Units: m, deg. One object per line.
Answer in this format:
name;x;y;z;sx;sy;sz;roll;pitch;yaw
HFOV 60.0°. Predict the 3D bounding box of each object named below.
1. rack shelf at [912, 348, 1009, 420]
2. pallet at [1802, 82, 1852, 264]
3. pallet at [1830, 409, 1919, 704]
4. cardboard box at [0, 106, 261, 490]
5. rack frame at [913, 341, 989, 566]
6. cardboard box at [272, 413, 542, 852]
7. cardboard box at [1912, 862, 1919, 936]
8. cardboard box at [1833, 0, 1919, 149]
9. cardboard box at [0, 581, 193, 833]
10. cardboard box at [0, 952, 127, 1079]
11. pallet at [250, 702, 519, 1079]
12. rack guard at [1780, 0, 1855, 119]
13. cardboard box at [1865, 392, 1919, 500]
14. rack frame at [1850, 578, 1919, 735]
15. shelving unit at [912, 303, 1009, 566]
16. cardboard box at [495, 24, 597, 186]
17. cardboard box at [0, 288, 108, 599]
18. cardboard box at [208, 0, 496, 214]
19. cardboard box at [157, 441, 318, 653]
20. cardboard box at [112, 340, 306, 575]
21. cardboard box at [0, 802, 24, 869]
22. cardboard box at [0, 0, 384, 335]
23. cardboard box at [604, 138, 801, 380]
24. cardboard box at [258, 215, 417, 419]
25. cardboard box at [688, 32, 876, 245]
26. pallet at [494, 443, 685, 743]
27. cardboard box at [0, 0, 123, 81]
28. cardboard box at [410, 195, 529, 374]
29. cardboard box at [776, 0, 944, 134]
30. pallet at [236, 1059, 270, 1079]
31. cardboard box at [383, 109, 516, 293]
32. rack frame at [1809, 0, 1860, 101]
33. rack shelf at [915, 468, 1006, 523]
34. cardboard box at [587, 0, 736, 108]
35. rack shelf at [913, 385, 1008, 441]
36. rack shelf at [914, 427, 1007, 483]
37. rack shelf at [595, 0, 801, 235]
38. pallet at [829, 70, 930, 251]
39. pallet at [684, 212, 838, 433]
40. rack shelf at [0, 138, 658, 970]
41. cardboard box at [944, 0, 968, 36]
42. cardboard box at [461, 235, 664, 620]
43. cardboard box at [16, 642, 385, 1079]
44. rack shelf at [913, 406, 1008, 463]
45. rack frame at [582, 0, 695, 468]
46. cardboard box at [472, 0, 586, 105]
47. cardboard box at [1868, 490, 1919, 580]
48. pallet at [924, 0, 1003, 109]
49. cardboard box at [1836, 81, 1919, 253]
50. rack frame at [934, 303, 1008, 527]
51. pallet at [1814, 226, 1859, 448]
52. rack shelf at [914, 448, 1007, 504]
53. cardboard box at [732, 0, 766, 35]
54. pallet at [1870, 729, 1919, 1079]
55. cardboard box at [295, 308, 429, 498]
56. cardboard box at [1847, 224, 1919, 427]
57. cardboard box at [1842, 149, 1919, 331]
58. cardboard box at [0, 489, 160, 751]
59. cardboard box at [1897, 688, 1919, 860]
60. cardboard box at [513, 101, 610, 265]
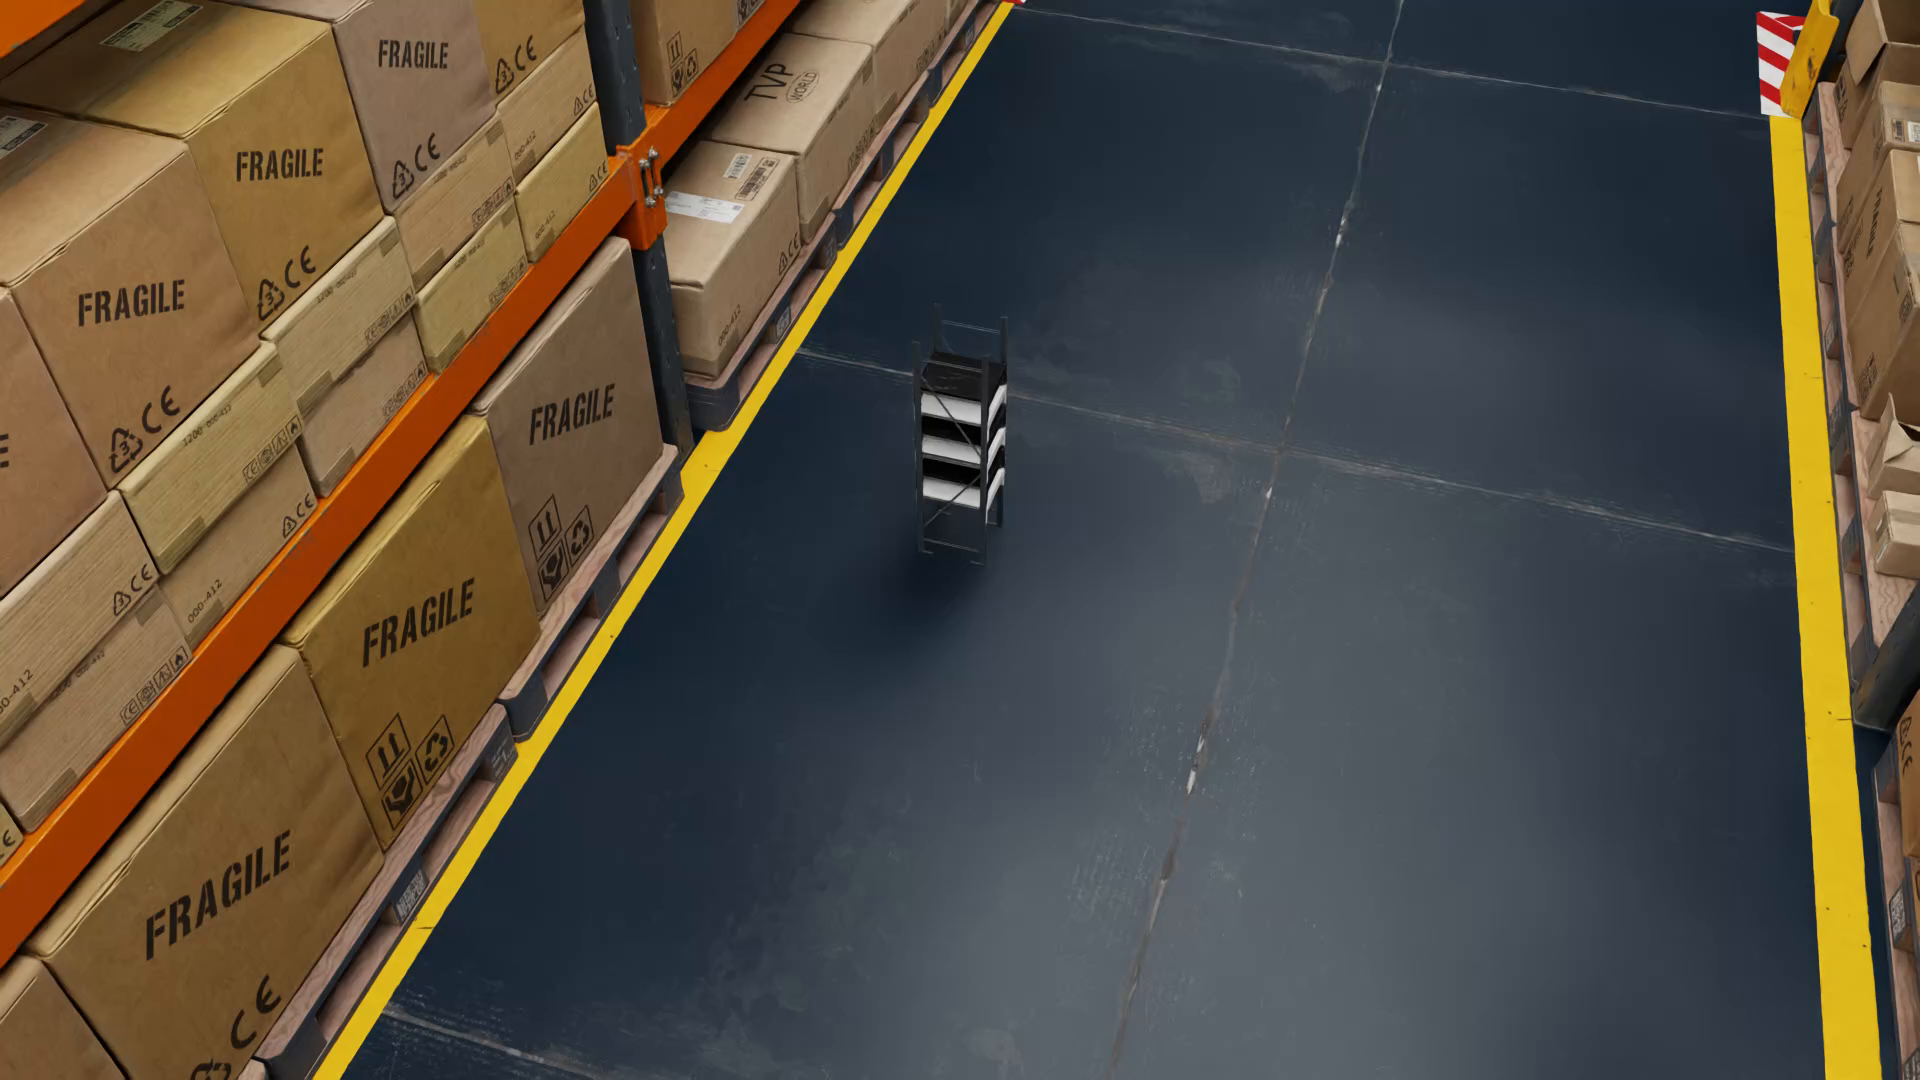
rack shelf;0.002;-0.496;5.275;0.258;0.077;0.200;13;46;12
pallet;4.213;-1.517;7.150;1.003;0.211;1.213;13;46;13
pallet;3.474;0.109;5.487;1.003;0.211;1.213;13;46;13
cardboard box;-1.827;-0.492;3.322;0.500;0.500;0.500;13;46;13
rack frame;-0.028;-0.259;5.372;0.240;0.900;0.006;13;46;12
cardboard box;-1.844;0.165;4.656;0.875;0.875;0.875;14;46;14
cardboard box;2.752;0.945;4.126;0.500;0.500;0.500;12;46;12
cardboard box;4.201;-1.966;7.099;0.797;0.503;0.637;11;45;11
cardboard box;-1.987;0.274;3.433;0.500;0.250;0.500;14;46;14
cardboard box;-2.390;1.354;3.440;0.875;0.875;0.875;12;46;12
pallet;-1.996;0.864;4.716;1.003;0.211;1.213;13;46;13
rack guard;4.454;-2.152;7.592;1.175;0.500;0.348;13;46;13
cardboard box;3.262;-0.274;5.540;0.396;0.266;0.258;14;46;14
rack frame;3.265;-0.430;4.045;1.000;3.000;0.127;13;46;13
shelving unit;0.002;-0.327;5.441;0.258;0.900;0.210;13;46;12
cardboard box;-1.368;-1.258;4.641;0.500;0.250;0.500;12;46;12
cardboard box;-1.983;-0.157;2.979;0.500;0.500;0.500;14;46;14
cardboard box;-1.512;-1.174;4.019;0.500;0.500;0.500;13;46;13
cardboard box;-1.841;-0.056;3.770;0.500;0.250;0.500;13;46;13
cardboard box;-1.803;-0.232;3.592;0.500;0.250;0.500;13;46;13
cardboard box;-2.151;0.622;3.077;0.500;0.250;0.500;11;46;11
cardboard box;-1.684;-0.841;3.678;0.500;0.500;0.500;14;46;14
cardboard box;-1.174;-1.109;6.270;0.875;0.438;0.875;12;46;12
cardboard box;-1.664;-0.577;3.945;0.500;0.250;0.500;14;46;13
cardboard box;-0.904;-1.706;6.880;0.875;0.438;0.875;11;45;11
pallet;-1.628;0.048;5.550;1.003;0.211;1.213;13;46;13
cardboard box;-2.156;-0.961;3.801;0.500;0.500;0.500;11;46;12
cardboard box;-1.517;-0.733;4.462;0.500;0.250;0.500;12;46;12
cardboard box;-0.629;-2.306;7.494;0.875;0.438;0.875;14;46;14
pallet;-2.367;1.675;3.888;1.003;0.211;1.213;13;46;13
cardboard box;-1.513;-0.924;4.299;0.500;0.250;0.500;14;46;13
rack frame;4.477;-3.096;6.769;1.000;3.000;0.127;13;46;13
rack shelf;0.002;-0.175;5.590;0.258;0.077;0.200;13;46;12
cardboard box;-1.075;-1.772;5.344;0.500;0.500;0.500;14;46;14
rack shelf;0.002;-0.432;5.338;0.258;0.077;0.200;13;46;12
rack shelf;0.002;-0.303;5.464;0.258;0.077;0.200;13;46;12
rack shelf;-0.861;-2.555;6.730;1.077;0.370;4.000;13;46;13
pallet;-0.794;-1.788;7.426;1.003;0.211;1.213;13;46;12
pallet;-1.162;-0.972;6.593;1.003;0.211;1.213;13;46;13
rack shelf;-2.072;0.112;4.006;1.077;0.370;4.000;13;46;13
cardboard box;-0.360;-2.918;8.119;0.875;0.438;0.875;11;45;11
cardboard box;-1.578;-0.439;5.273;0.875;0.875;0.875;14;46;14
cardboard box;-2.115;0.760;4.047;0.875;0.875;0.875;13;46;13
rack shelf;0.002;-0.368;5.401;0.258;0.077;0.200;13;46;12
rack frame;-1.467;-1.479;5.116;1.000;3.000;0.127;13;46;13
cardboard box;-1.363;-1.521;4.373;0.500;0.500;0.500;14;46;14
cardboard box;3.154;0.005;5.338;0.380;0.149;0.250;11;45;11
pallet;-0.423;-2.599;8.255;1.003;0.211;1.213;13;46;13
cardboard box;3.905;-1.404;6.527;0.700;0.500;0.500;14;46;14
rack frame;0.033;-0.395;5.510;0.240;0.900;0.006;13;46;12
pallet;3.842;-0.706;6.321;1.003;0.211;1.213;13;46;13
rack shelf;0.002;-0.239;5.527;0.258;0.077;0.200;13;46;12
cardboard box;-0.919;-2.106;5.686;0.500;0.500;0.500;13;46;13
pallet;3.055;1.117;4.458;1.003;0.211;1.213;13;46;13
cardboard box;-1.688;-0.401;4.122;0.500;0.250;0.500;11;46;11
cardboard box;3.591;-0.712;5.819;0.700;0.500;0.500;11;45;11
cardboard box;3.650;-1.072;6.188;0.500;0.500;0.500;13;46;13
cardboard box;-1.969;0.103;3.250;0.500;0.250;0.500;12;46;12
cardboard box;2.904;0.588;4.491;0.500;0.500;0.500;14;46;14
cardboard box;-1.362;-1.073;4.809;0.500;0.250;0.500;12;46;12
